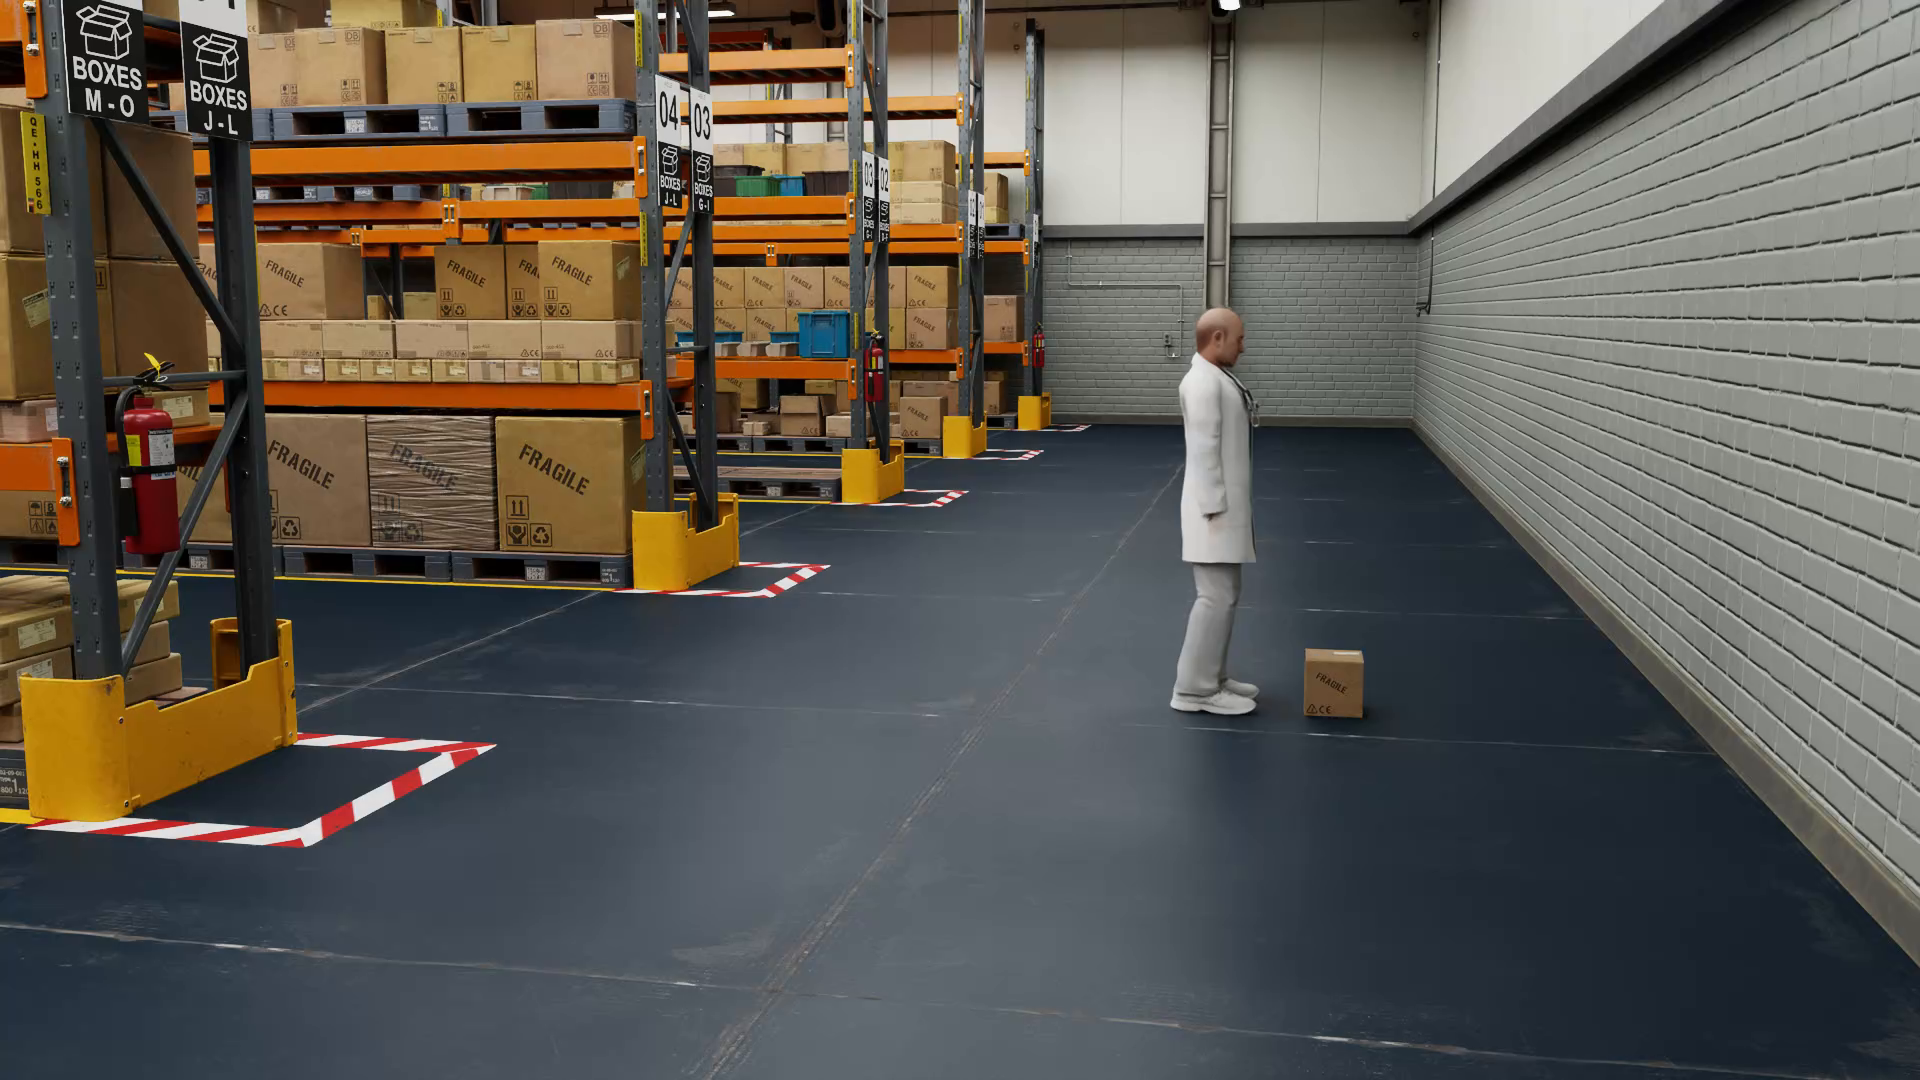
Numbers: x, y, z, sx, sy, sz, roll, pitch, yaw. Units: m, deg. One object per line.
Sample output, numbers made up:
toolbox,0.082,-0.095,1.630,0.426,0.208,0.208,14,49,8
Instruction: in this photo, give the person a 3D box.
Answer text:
person,1.154,-0.137,7.389,0.378,1.774,0.562,2,8,12
